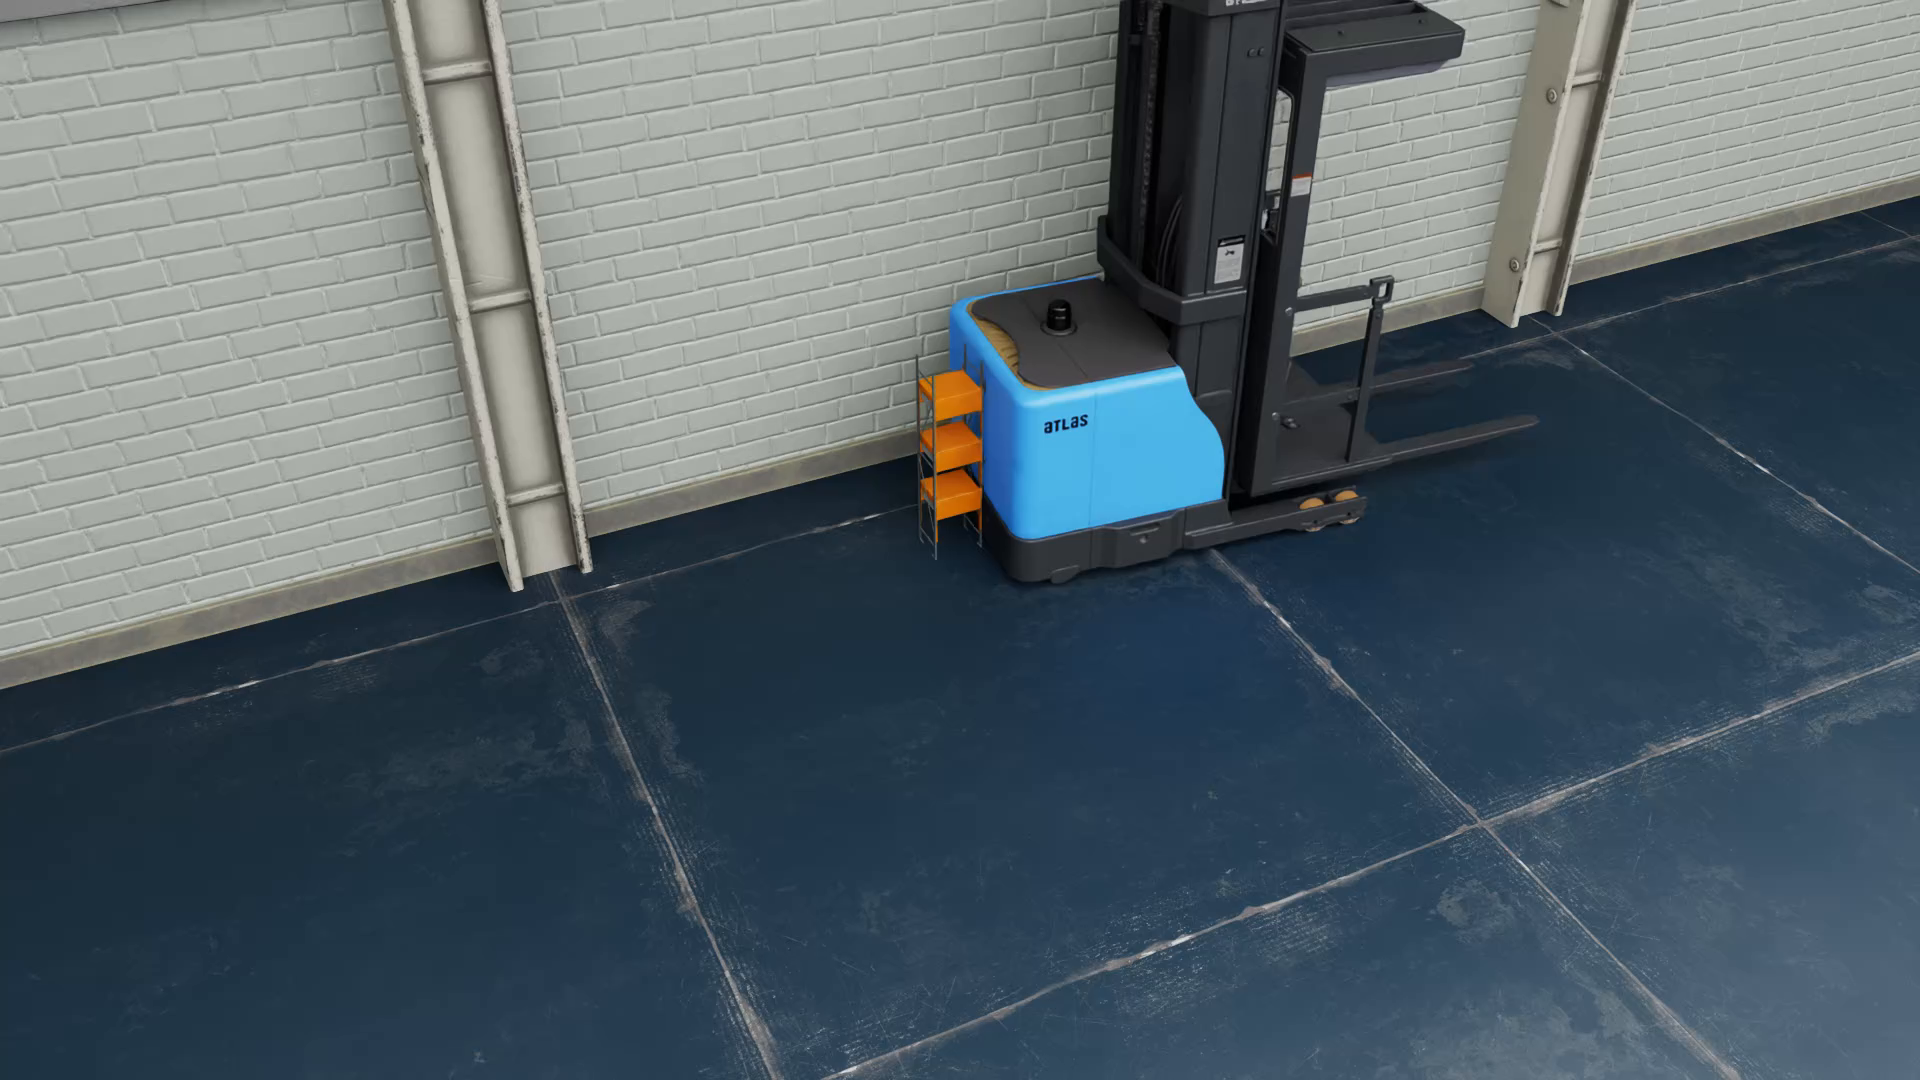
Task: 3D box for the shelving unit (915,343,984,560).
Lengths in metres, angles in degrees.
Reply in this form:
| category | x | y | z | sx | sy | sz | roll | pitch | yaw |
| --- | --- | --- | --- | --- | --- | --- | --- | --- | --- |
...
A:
| category | x | y | z | sx | sy | sz | roll | pitch | yaw |
| --- | --- | --- | --- | --- | --- | --- | --- | --- | --- |
| shelving unit | -0.048 | -0.408 | 7.919 | 0.252 | 1.050 | 0.215 | -16 | 39 | -20 |

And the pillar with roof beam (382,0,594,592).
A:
| category | x | y | z | sx | sy | sz | roll | pitch | yaw |
| --- | --- | --- | --- | --- | --- | --- | --- | --- | --- |
| pillar with roof beam | -0.189 | -1.177 | 2.283 | 0.400 | 9.000 | 9.100 | -16 | 39 | -20 |

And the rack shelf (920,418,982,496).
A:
| category | x | y | z | sx | sy | sz | roll | pitch | yaw |
| --- | --- | --- | --- | --- | --- | --- | --- | --- | --- |
| rack shelf | -0.048 | -0.400 | 7.925 | 0.240 | 0.259 | 0.215 | -16 | 39 | -20 |

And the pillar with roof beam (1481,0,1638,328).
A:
| category | x | y | z | sx | sy | sz | roll | pitch | yaw |
| --- | --- | --- | --- | --- | --- | --- | --- | --- | --- |
| pillar with roof beam | 5.242 | -2.696 | 4.331 | 0.400 | 9.000 | 9.100 | -16 | 39 | -20 |

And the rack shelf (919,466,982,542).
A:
| category | x | y | z | sx | sy | sz | roll | pitch | yaw |
| --- | --- | --- | --- | --- | --- | --- | --- | --- | --- |
| rack shelf | -0.048 | -0.176 | 8.091 | 0.240 | 0.259 | 0.215 | -16 | 39 | -20 |

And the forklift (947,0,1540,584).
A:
| category | x | y | z | sx | sy | sz | roll | pitch | yaw |
| --- | --- | --- | --- | --- | --- | --- | --- | --- | --- |
| forklift | 1.508 | -1.502 | 7.815 | 3.031 | 2.935 | 1.130 | -12 | 38 | -16 |

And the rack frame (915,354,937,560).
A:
| category | x | y | z | sx | sy | sz | roll | pitch | yaw |
| --- | --- | --- | --- | --- | --- | --- | --- | --- | --- |
| rack frame | -0.159 | -0.377 | 7.877 | 0.008 | 1.050 | 0.200 | -16 | 39 | -20 |

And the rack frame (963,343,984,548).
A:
| category | x | y | z | sx | sy | sz | roll | pitch | yaw |
| --- | --- | --- | --- | --- | --- | --- | --- | --- | --- |
| rack frame | 0.062 | -0.439 | 7.961 | 0.008 | 1.050 | 0.200 | -16 | 39 | -20 |

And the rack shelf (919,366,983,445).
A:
| category | x | y | z | sx | sy | sz | roll | pitch | yaw |
| --- | --- | --- | --- | --- | --- | --- | --- | --- | --- |
| rack shelf | -0.048 | -0.628 | 7.756 | 0.240 | 0.259 | 0.215 | -16 | 39 | -20 |
